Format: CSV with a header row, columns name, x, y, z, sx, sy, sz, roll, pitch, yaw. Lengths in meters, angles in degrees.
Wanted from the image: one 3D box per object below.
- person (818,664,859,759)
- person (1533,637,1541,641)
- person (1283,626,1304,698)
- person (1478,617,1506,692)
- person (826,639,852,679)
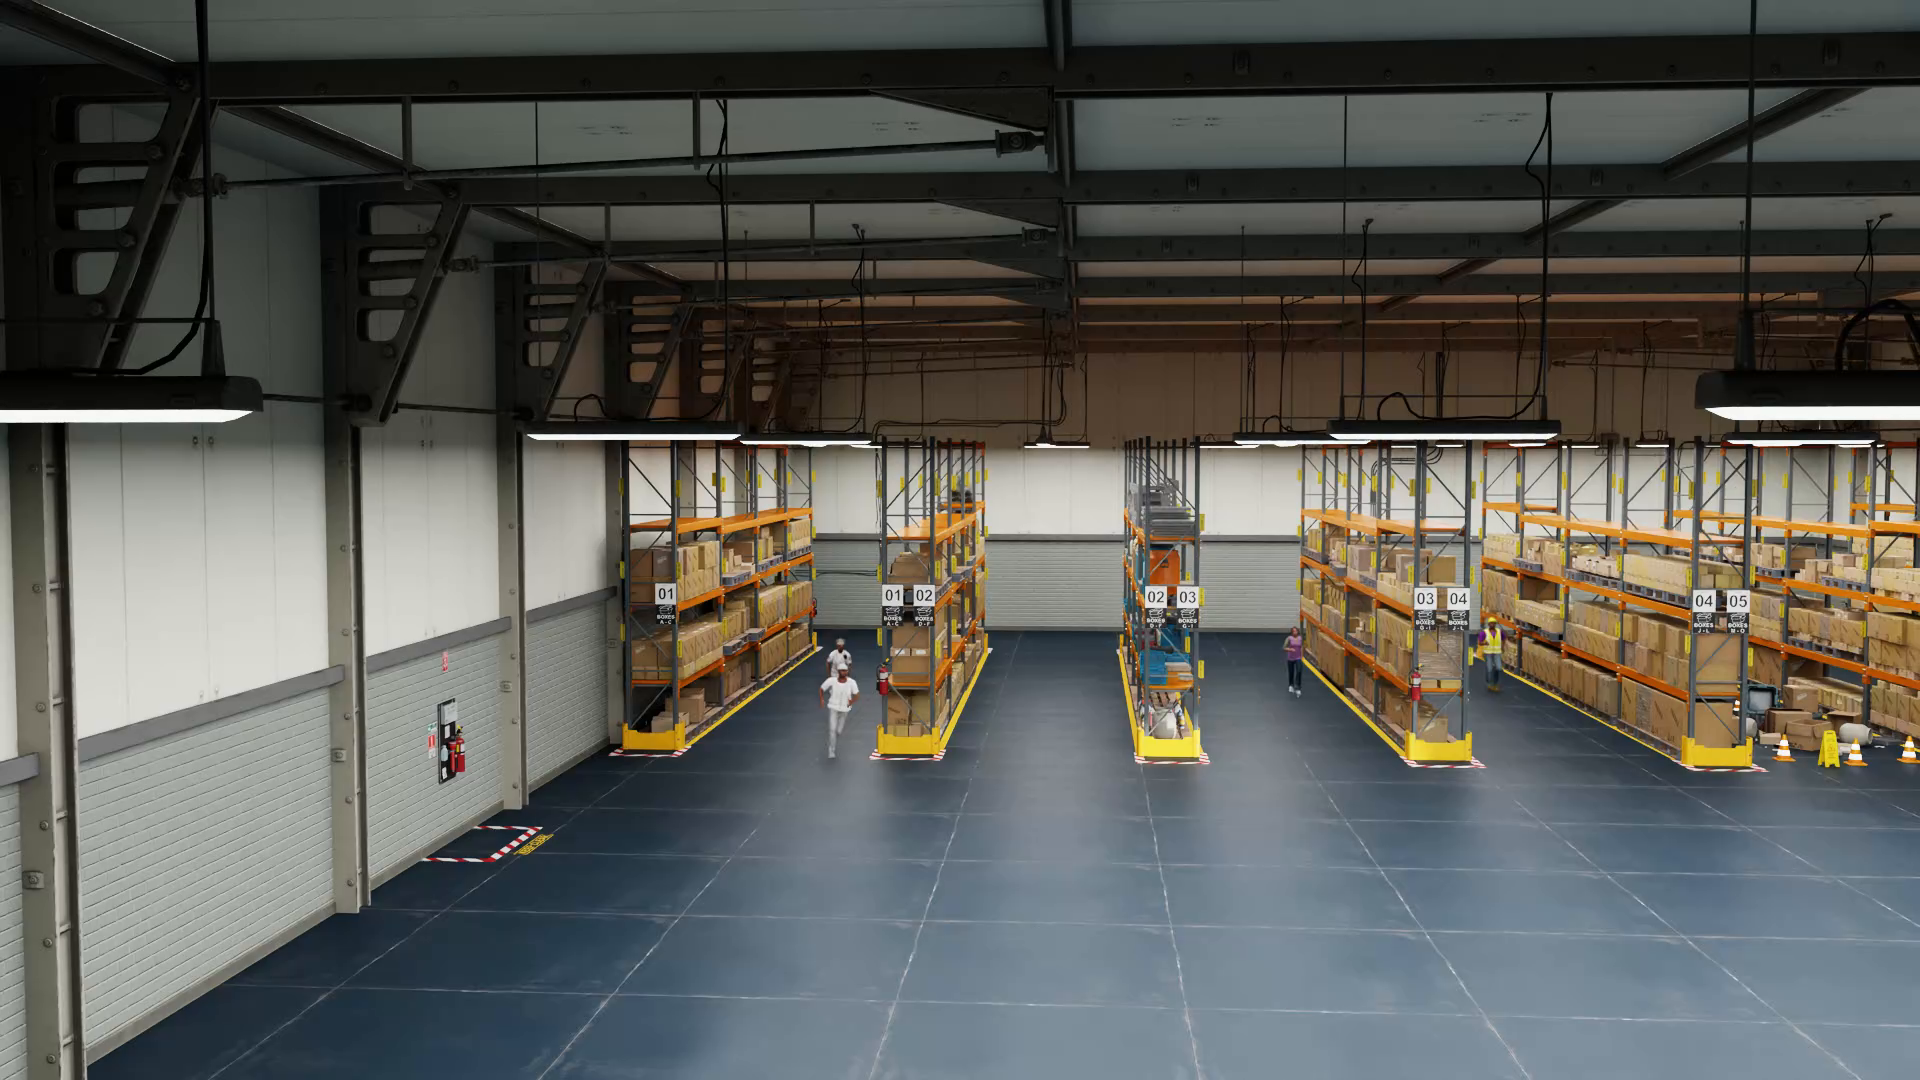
name,x,y,z,sx,sy,sz,roll,pitch,yaw
person,-2.264,3.184,31.260,0.754,1.738,0.835,-1,3,-13
person,16.317,2.373,46.724,0.717,1.728,0.536,-1,3,-19
person,7.821,2.827,38.967,0.528,1.631,0.751,0,3,4
person,12.669,2.735,39.537,0.676,1.790,0.668,0,3,8
person,-2.619,2.970,36.202,0.558,1.638,0.589,-1,3,-10
